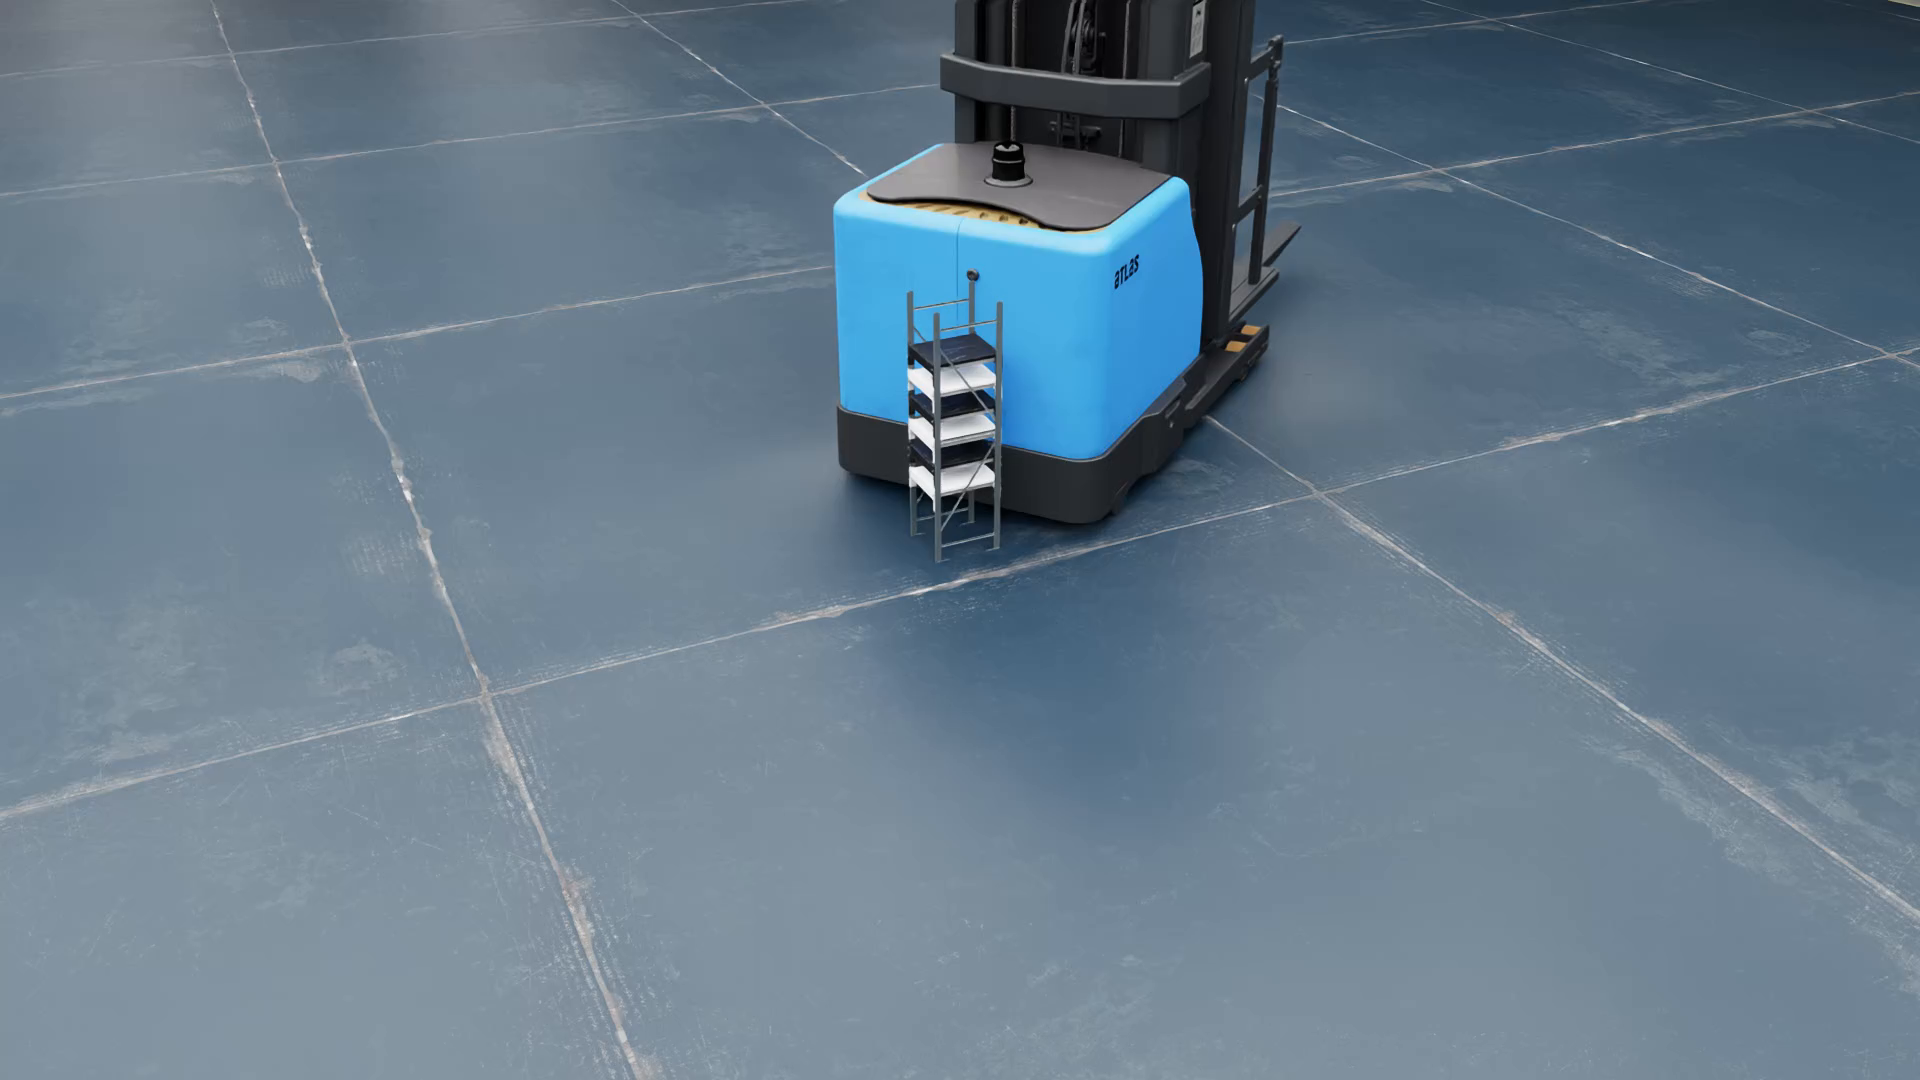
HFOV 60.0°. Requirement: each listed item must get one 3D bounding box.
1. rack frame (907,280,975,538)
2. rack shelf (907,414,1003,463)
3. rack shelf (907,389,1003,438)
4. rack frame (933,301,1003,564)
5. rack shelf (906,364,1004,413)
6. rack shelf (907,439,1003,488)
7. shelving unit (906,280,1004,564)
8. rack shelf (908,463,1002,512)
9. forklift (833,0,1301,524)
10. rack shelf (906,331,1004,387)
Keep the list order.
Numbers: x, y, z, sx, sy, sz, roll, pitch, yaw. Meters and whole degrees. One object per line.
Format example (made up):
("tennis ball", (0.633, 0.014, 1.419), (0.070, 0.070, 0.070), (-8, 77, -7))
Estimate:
("rack frame", (-0.061, -0.428, 5.592), (0.240, 0.900, 0.006), (-13, 32, -22))
("rack shelf", (-0.018, -0.353, 5.528), (0.258, 0.077, 0.200), (-13, 32, -22))
("rack shelf", (-0.018, -0.432, 5.484), (0.258, 0.077, 0.200), (-13, 32, -22))
("rack frame", (0.026, -0.338, 5.432), (0.240, 0.900, 0.006), (-13, 32, -22))
("rack shelf", (-0.018, -0.510, 5.440), (0.258, 0.077, 0.200), (-13, 32, -22))
("rack shelf", (-0.018, -0.275, 5.572), (0.258, 0.077, 0.200), (-13, 32, -22))
("shelving unit", (-0.018, -0.383, 5.512), (0.258, 0.900, 0.210), (-13, 32, -22))
("rack shelf", (-0.018, -0.196, 5.617), (0.258, 0.077, 0.200), (-13, 32, -22))
("forklift", (0.665, -2.029, 6.372), (1.130, 2.935, 3.031), (14, 32, 23))
("rack shelf", (-0.018, -0.589, 5.396), (0.258, 0.077, 0.200), (-13, 32, -22))
